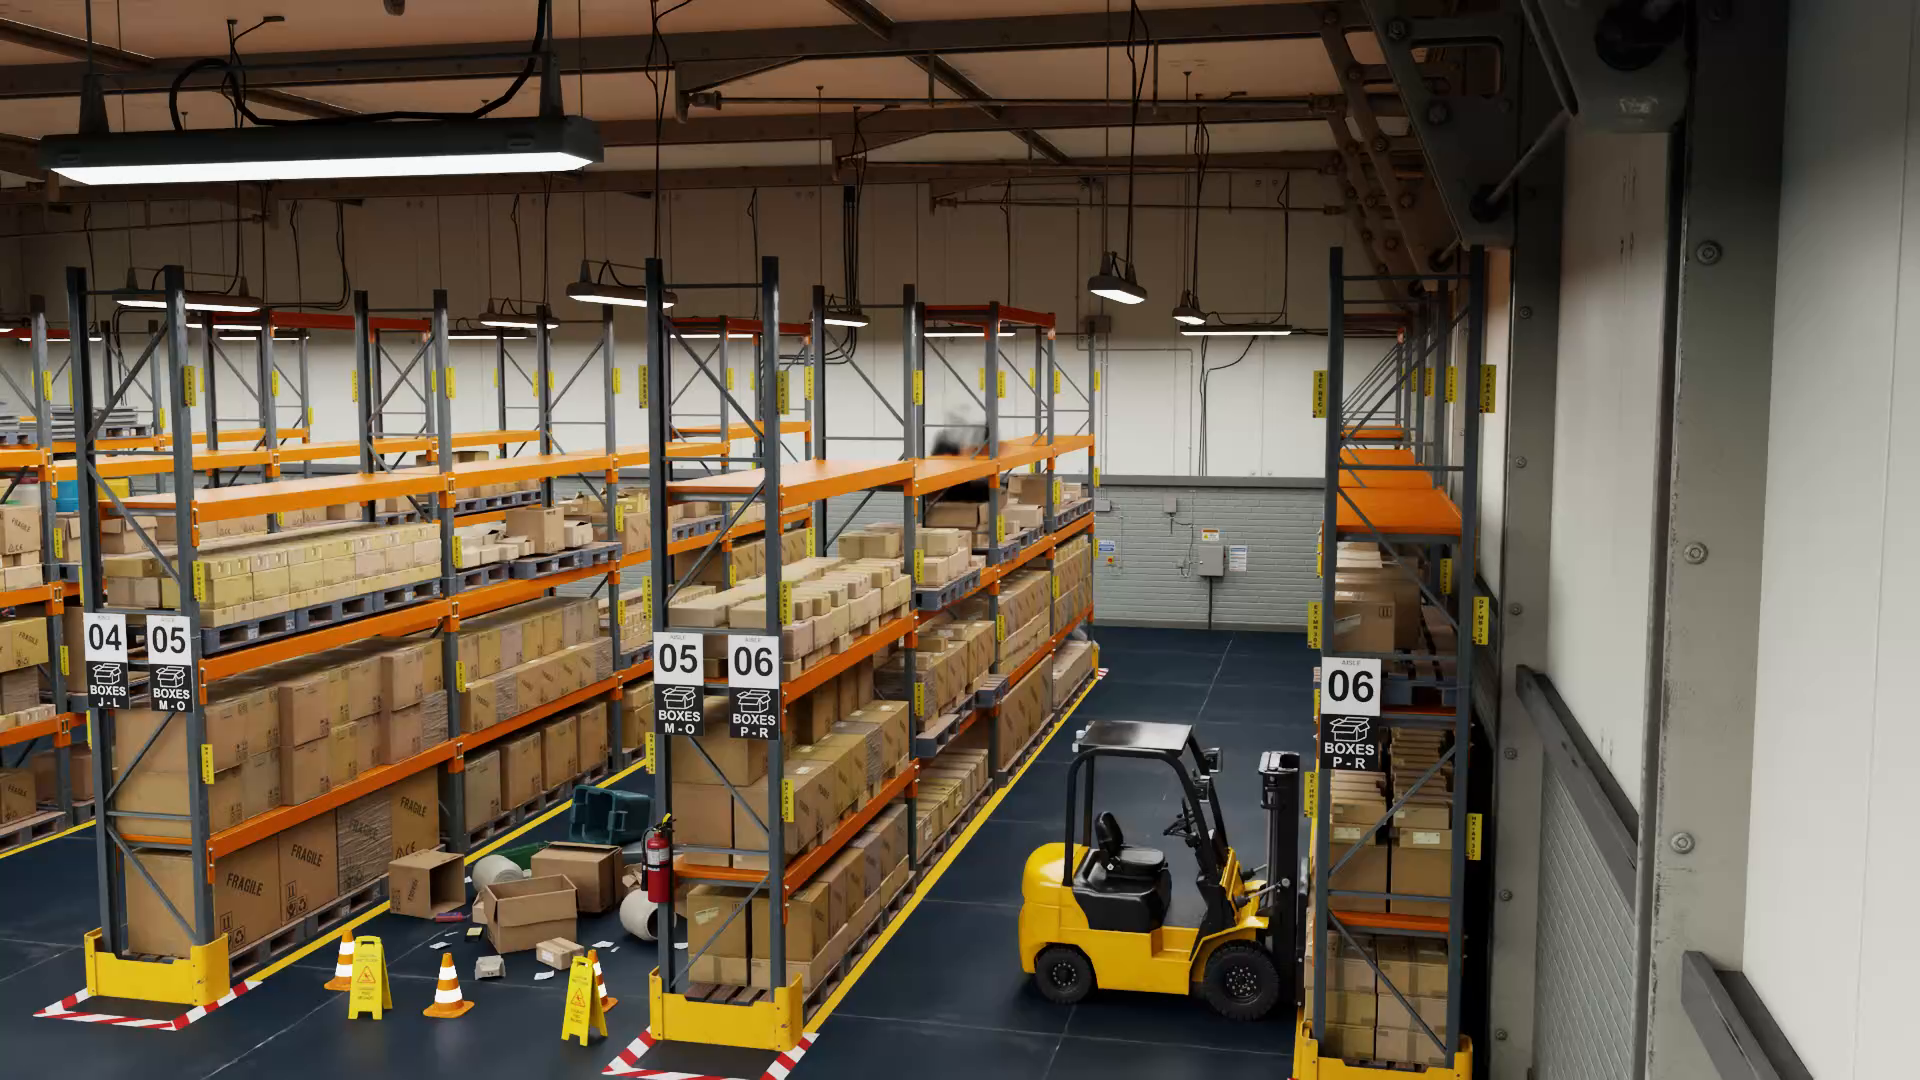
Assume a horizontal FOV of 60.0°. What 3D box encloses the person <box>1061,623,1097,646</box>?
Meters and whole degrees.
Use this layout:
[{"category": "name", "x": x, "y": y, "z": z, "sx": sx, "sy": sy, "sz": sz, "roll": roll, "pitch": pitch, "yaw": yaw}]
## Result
[{"category": "person", "x": 1.882, "y": 1.286, "z": 29.622, "sx": 1.018, "sy": 1.751, "sz": 0.767, "roll": 3, "pitch": 7, "yaw": 31}]
